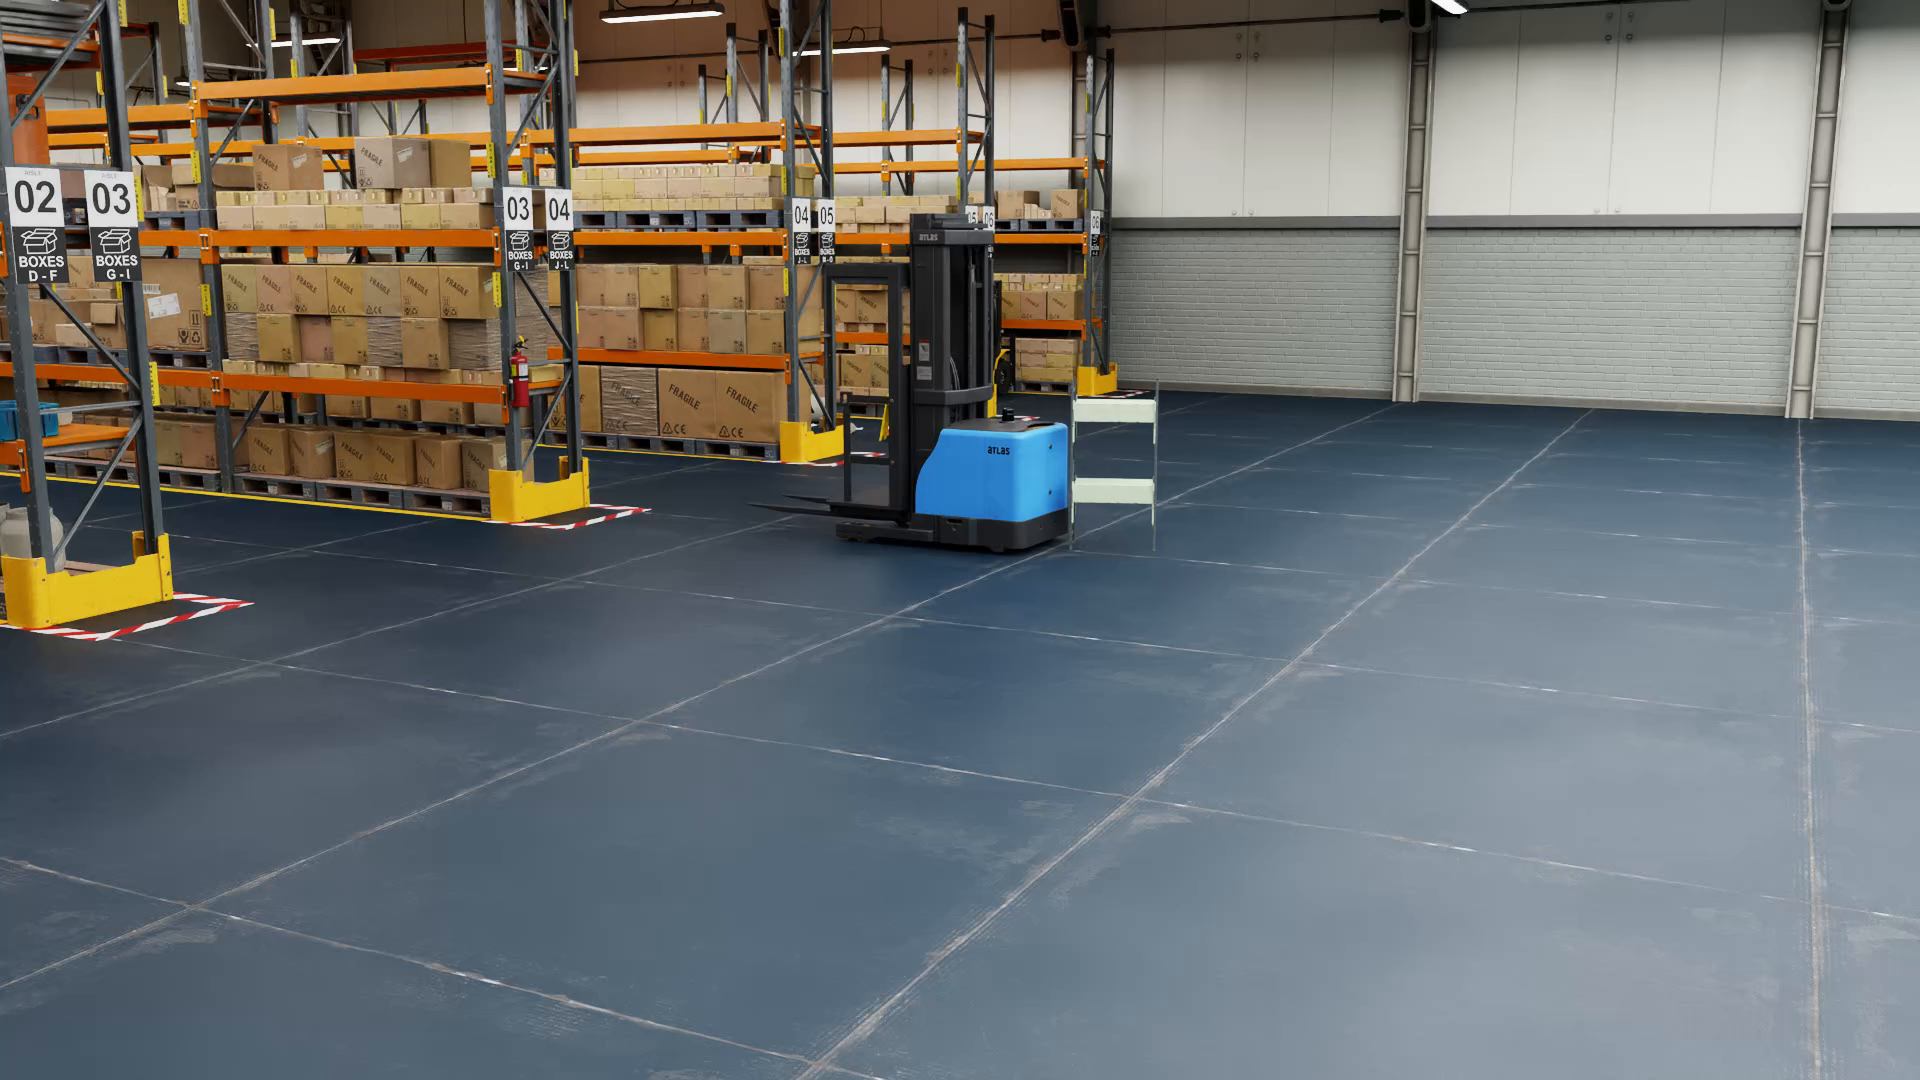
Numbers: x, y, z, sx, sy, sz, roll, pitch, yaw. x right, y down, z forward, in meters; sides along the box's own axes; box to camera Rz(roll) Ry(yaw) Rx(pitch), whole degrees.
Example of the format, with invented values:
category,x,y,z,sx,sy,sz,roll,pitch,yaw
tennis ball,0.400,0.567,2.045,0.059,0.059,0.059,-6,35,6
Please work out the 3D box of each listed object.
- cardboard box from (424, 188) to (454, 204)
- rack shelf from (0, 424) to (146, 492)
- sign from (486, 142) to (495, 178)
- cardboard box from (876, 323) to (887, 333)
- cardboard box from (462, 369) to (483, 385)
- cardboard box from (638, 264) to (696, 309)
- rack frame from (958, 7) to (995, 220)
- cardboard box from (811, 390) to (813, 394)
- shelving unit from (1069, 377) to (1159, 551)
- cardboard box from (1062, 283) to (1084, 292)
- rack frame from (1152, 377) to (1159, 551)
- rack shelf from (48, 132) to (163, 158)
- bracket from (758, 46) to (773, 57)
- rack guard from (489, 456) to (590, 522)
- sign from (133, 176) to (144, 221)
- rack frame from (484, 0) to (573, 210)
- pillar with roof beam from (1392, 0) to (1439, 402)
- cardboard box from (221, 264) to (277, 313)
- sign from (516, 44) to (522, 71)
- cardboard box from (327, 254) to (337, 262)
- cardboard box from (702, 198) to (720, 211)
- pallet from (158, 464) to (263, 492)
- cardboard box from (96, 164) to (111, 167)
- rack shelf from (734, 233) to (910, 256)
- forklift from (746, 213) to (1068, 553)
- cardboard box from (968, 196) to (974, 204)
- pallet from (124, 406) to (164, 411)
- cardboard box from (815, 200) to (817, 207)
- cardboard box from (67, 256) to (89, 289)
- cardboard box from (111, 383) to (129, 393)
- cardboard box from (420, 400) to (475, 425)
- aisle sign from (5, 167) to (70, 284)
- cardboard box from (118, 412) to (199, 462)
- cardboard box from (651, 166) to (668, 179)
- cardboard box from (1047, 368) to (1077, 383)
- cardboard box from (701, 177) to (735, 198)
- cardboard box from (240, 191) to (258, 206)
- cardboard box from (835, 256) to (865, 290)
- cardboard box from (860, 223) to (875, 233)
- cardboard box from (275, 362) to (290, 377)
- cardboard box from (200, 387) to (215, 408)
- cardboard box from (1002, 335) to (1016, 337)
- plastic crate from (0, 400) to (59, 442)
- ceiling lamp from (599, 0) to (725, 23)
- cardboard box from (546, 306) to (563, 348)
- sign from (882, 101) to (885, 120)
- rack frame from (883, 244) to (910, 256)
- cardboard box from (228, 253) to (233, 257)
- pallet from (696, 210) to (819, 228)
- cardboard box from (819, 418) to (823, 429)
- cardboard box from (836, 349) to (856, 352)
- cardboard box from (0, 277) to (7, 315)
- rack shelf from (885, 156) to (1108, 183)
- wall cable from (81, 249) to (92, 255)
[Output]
category,x,y,z,sx,sy,sz,roll,pitch,yaw
cardboard box,-5.005,-3.357,16.236,0.250,0.149,0.380,4,11,23
rack shelf,-8.128,-0.756,13.004,4.000,0.370,1.077,5,11,26
sign,-4.406,-3.568,15.613,0.005,0.325,0.100,5,11,26
cardboard box,-1.096,-3.282,25.646,0.250,0.149,0.380,5,11,27
cardboard box,-4.713,-1.629,16.514,0.250,0.149,0.380,5,11,26
cardboard box,-3.682,-3.284,21.497,0.500,0.550,0.875,5,11,26
rack frame,0.242,-6.278,24.651,0.127,3.000,1.000,5,11,26
cardboard box,-2.451,-2.365,26.417,0.500,0.250,0.500,6,12,29
shelving unit,1.369,-0.681,14.782,0.755,1.500,0.431,1,10,7
cardboard box,2.000,-4.470,29.404,0.250,0.149,0.380,5,11,27
rack frame,1.733,-0.673,14.738,0.023,1.500,0.400,1,10,7
rack shelf,-14.412,-6.227,26.399,4.000,0.370,1.077,5,11,26
bracket,-3.700,-9.490,32.291,0.430,0.232,0.235,5,11,26
rack guard,-4.211,-0.519,16.696,0.348,0.500,1.175,5,11,26
sign,-6.087,-2.520,12.285,0.005,0.325,0.100,5,11,26
rack frame,-4.142,-4.695,15.906,0.127,3.000,1.000,5,11,26
pillar with roof beam,5.686,-6.110,23.720,0.548,9.000,9.100,5,11,26
cardboard box,-7.439,-2.670,17.637,0.500,0.500,0.500,5,11,26
sign,-5.674,-6.206,21.406,0.005,0.325,0.100,5,11,26
cardboard box,-11.344,-5.165,30.435,0.250,0.149,0.380,5,11,26
cardboard box,-2.988,-4.168,20.660,0.250,0.149,0.380,5,11,26
pallet,-8.428,-0.748,18.768,1.213,0.211,1.003,5,11,26
cardboard box,-9.876,-4.067,19.173,0.500,0.500,0.500,5,12,27
rack shelf,-1.551,-4.606,25.853,4.000,0.370,1.077,5,11,26
forklift,-0.556,-1.495,15.262,3.031,2.935,1.130,5,12,28
cardboard box,0.014,-5.131,25.204,0.250,0.149,0.380,5,11,25
pallet,-13.237,-2.148,26.507,1.213,0.211,1.003,5,11,26
cardboard box,-2.259,-5.235,25.774,0.250,0.149,0.380,5,11,24
cardboard box,-13.626,-4.194,26.060,0.500,0.500,0.500,5,11,24
cardboard box,-13.042,-2.397,26.044,0.250,0.149,0.380,5,12,27
cardboard box,-6.904,-2.054,23.292,0.750,0.750,1.050,5,11,26
aisle sign,-6.401,-2.178,11.544,0.004,0.787,0.394,5,11,26
cardboard box,-9.192,-1.181,19.119,0.500,0.500,0.700,4,11,21
cardboard box,-3.677,-4.621,20.922,0.250,0.149,0.380,5,11,26
cardboard box,1.874,-2.959,29.700,0.500,0.250,0.500,5,11,26
cardboard box,-2.868,-4.365,20.632,0.500,0.250,0.500,5,11,26
cardboard box,-7.306,-3.572,17.423,0.250,0.149,0.380,4,11,23
cardboard box,-1.652,-4.145,25.788,0.500,0.500,0.700,5,11,25
cardboard box,-1.337,-4.767,25.431,0.250,0.149,0.380,5,11,24
cardboard box,-6.987,-1.815,17.540,0.250,0.149,0.380,5,11,26
cardboard box,-11.122,-2.269,25.182,0.500,0.500,0.500,5,12,27
cardboard box,0.738,-3.654,30.733,0.500,0.250,0.500,5,11,25
plastic crate,-6.915,-0.871,12.037,0.616,0.251,0.499,5,11,26
ceiling lamp,-4.191,-9.106,23.887,2.000,3.185,0.800,5,11,26
cardboard box,-5.108,-2.889,22.351,0.550,0.550,0.875,5,11,26
sign,-1.381,-7.797,30.200,0.005,0.325,0.100,5,11,26
rack frame,-1.152,-4.434,31.309,0.127,3.000,1.000,5,11,26
cardboard box,-13.644,-5.366,31.546,0.250,0.149,0.380,5,12,27
pallet,-2.527,-4.017,20.828,1.213,0.211,1.003,5,11,26
cardboard box,-1.826,-1.704,24.227,0.380,0.149,0.250,-7,12,-33
cardboard box,-1.780,-2.780,26.606,0.500,0.500,0.500,6,12,29
cardboard box,-11.965,-2.977,20.158,0.637,0.503,0.797,5,12,28
rack shelf,0.642,-6.678,30.003,4.000,0.370,1.077,5,11,26
wall cable,-18.556,-5.755,35.752,0.122,1.984,0.588,5,11,26
